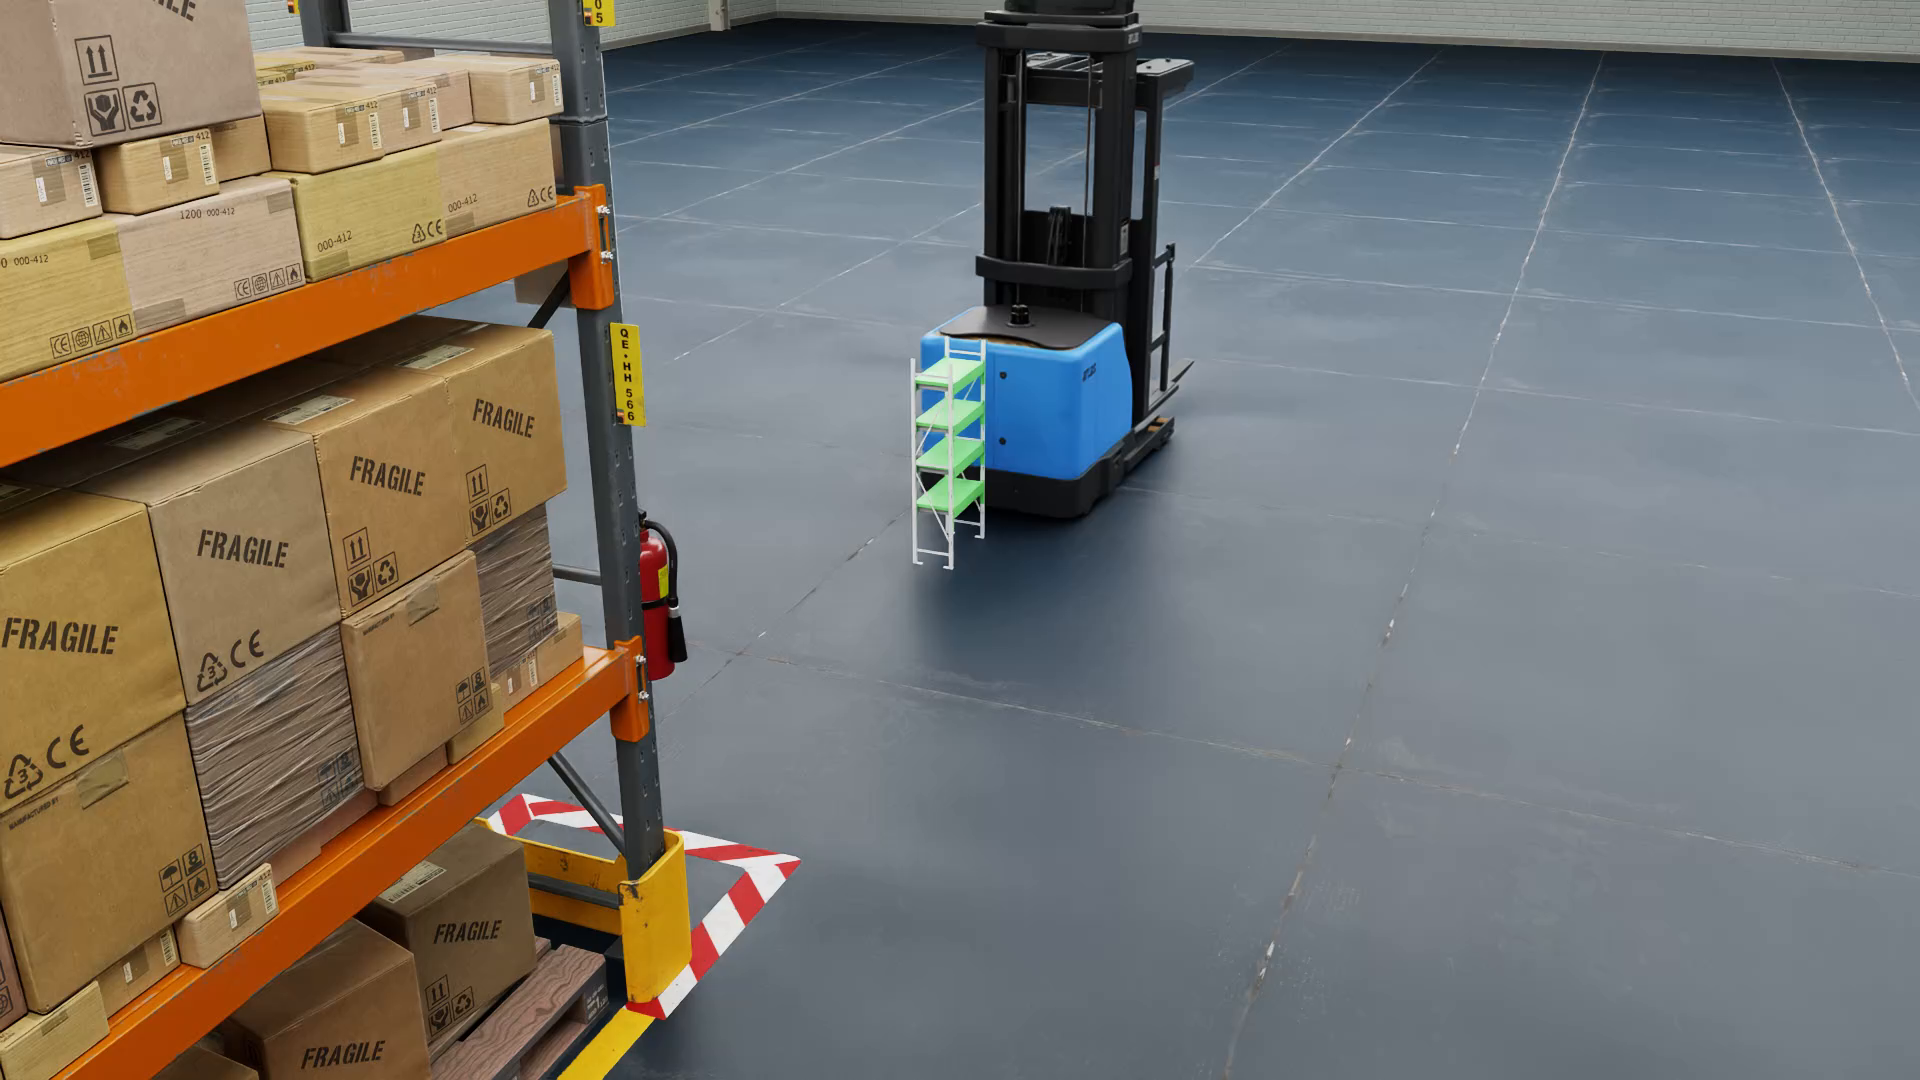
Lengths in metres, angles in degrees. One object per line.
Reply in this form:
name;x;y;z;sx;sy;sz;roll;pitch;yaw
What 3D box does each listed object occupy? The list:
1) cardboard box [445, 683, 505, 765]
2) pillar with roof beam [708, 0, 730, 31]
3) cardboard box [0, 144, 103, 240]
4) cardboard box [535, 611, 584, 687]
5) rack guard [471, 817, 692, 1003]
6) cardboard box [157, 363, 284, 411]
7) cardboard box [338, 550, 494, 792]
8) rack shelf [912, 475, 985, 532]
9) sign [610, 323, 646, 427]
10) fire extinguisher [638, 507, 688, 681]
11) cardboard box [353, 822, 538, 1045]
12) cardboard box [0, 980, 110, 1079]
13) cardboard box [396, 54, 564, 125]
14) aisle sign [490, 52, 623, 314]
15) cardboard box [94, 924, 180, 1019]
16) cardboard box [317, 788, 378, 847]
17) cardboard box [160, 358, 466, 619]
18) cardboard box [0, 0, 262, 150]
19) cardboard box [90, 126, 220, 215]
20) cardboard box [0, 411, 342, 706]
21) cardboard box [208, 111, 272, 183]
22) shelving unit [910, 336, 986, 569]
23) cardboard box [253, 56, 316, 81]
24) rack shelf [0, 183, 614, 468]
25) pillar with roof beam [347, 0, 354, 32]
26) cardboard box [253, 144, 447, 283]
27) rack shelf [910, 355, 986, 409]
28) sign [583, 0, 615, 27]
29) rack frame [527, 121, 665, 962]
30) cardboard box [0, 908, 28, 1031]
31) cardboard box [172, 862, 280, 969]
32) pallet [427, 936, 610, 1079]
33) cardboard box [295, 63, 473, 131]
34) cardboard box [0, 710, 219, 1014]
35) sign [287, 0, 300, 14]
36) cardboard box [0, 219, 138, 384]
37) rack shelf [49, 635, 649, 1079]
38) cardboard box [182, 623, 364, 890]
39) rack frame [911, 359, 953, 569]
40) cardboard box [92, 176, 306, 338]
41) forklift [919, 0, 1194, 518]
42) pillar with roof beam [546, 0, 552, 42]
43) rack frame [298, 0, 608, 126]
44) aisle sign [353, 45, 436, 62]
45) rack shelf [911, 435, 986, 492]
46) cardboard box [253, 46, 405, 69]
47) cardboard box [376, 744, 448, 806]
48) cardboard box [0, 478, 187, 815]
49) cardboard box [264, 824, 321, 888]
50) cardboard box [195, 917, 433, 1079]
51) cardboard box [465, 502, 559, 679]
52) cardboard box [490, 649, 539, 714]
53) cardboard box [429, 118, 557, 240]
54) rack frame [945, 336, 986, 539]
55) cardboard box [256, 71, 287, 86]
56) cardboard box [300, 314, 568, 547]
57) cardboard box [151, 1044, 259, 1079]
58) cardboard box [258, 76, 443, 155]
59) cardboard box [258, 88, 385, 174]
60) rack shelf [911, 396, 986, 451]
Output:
cardboard box;-1.593;0.515;4.952;0.380;0.149;0.250;9;24;20
pillar with roof beam;-1.306;-14.815;33.541;9.100;9.000;0.400;9;24;20
cardboard box;-1.989;-0.718;3.363;0.380;0.149;0.250;7;24;17
cardboard box;-1.454;0.328;5.398;0.380;0.149;0.250;9;24;20
rack guard;-1.568;1.262;6.081;1.175;0.500;0.348;9;24;20
cardboard box;-2.190;-0.228;4.591;0.500;0.500;0.500;9;24;20
cardboard box;-1.844;0.287;4.657;0.875;0.500;0.500;9;24;20
rack shelf;-0.061;-0.214;9.494;0.258;0.148;0.480;9;24;20
sign;-1.032;-0.513;5.173;0.100;0.325;0.005;9;24;20
fire extinguisher;-1.070;0.142;5.620;0.296;0.674;0.183;9;24;20
cardboard box;-1.788;1.262;5.536;0.500;0.500;0.500;14;26;30
cardboard box;-2.122;1.056;3.657;0.380;0.149;0.250;9;24;20
cardboard box;-1.354;-1.274;4.694;0.380;0.149;0.250;9;24;20
aisle sign;-1.239;-1.098;5.114;0.394;0.787;0.004;9;24;20
cardboard box;-2.071;0.960;3.887;0.380;0.149;0.250;9;24;20
cardboard box;-1.831;0.685;4.543;0.380;0.149;0.250;9;24;20
cardboard box;-1.695;-0.152;4.409;0.500;0.500;0.500;9;24;20
cardboard box;-1.881;-1.126;3.499;0.500;0.500;0.500;9;24;20
cardboard box;-1.844;-0.809;3.581;0.380;0.149;0.250;8;24;17
cardboard box;-1.883;0.027;3.981;0.500;0.500;0.500;9;24;20
cardboard box;-1.838;-0.920;3.846;0.380;0.149;0.250;9;24;21
shelving unit;-0.061;-0.494;9.377;0.258;1.200;0.503;9;24;20
cardboard box;-2.043;-1.274;4.693;0.380;0.149;0.250;9;24;21
rack shelf;-2.283;-0.256;3.512;1.077;0.370;4.000;9;24;20
pillar with roof beam;-5.763;-10.520;23.261;9.100;9.000;0.400;9;24;20
cardboard box;-1.666;-0.846;4.186;0.500;0.250;0.500;9;24;20
rack shelf;-0.062;-0.878;9.217;0.258;0.148;0.480;9;24;20
sign;-1.032;-1.625;4.708;0.100;0.325;0.005;9;24;20
rack frame;-1.540;0.081;5.664;1.000;3.000;0.127;9;24;20
cardboard box;-2.491;0.810;3.405;0.875;0.500;0.500;9;24;20
cardboard box;-1.914;0.880;4.077;0.380;0.149;0.250;9;24;20
pallet;-1.903;1.680;5.453;1.003;0.211;1.213;9;24;20
cardboard box;-1.559;-1.198;4.511;0.380;0.149;0.250;8;24;18
cardboard box;-2.267;0.637;3.819;0.875;0.500;0.500;9;24;20
sign;-2.044;-1.784;5.104;0.100;0.325;0.005;9;24;20
cardboard box;-2.046;-0.483;3.318;0.500;0.250;0.500;8;24;19
rack shelf;-2.283;1.129;4.090;1.077;0.370;4.000;9;24;20
cardboard box;-2.070;0.459;4.243;0.875;0.500;0.500;9;24;20
rack frame;-0.152;-0.407;9.168;0.240;1.200;0.015;9;24;20
cardboard box;-1.864;-0.664;3.750;0.500;0.250;0.500;9;24;21
forklift;0.816;-2.016;10.774;1.130;2.935;3.031;10;25;22
pillar with roof beam;-3.535;-12.667;28.401;9.100;9.000;0.400;9;24;20
rack frame;-1.540;-2.687;4.508;1.000;3.000;0.127;9;24;20
aisle sign;-1.796;-1.184;5.319;0.394;0.787;0.004;9;24;20
rack shelf;-0.061;-0.435;9.402;0.258;0.148;0.480;9;24;20
cardboard box;-1.857;-1.352;4.882;0.380;0.149;0.250;9;24;20
cardboard box;-1.700;0.602;4.743;0.380;0.149;0.250;9;24;20
cardboard box;-2.077;0.204;3.556;0.500;0.500;0.500;9;24;20
cardboard box;-1.903;0.778;4.321;0.380;0.149;0.250;9;24;20
cardboard box;-1.978;1.480;5.012;0.500;0.500;0.500;16;28;34
cardboard box;-1.770;0.090;5.126;0.875;0.500;0.500;9;24;20
cardboard box;-1.548;0.418;5.184;0.380;0.149;0.250;9;24;20
cardboard box;-1.483;-1.025;4.615;0.500;0.250;0.500;9;24;21
rack frame;0.029;-0.582;9.586;0.240;1.200;0.015;9;24;20
cardboard box;-2.023;-1.166;4.434;0.380;0.149;0.250;8;24;19
cardboard box;-1.515;-0.332;4.839;0.500;0.500;0.500;9;24;20
cardboard box;-2.228;1.702;4.482;0.500;0.500;0.500;11;25;25
cardboard box;-1.559;-1.084;4.239;0.380;0.149;0.250;8;24;18
cardboard box;-1.630;-0.991;4.016;0.380;0.149;0.250;9;24;20
rack shelf;-0.061;-0.657;9.309;0.258;0.148;0.480;9;24;20
